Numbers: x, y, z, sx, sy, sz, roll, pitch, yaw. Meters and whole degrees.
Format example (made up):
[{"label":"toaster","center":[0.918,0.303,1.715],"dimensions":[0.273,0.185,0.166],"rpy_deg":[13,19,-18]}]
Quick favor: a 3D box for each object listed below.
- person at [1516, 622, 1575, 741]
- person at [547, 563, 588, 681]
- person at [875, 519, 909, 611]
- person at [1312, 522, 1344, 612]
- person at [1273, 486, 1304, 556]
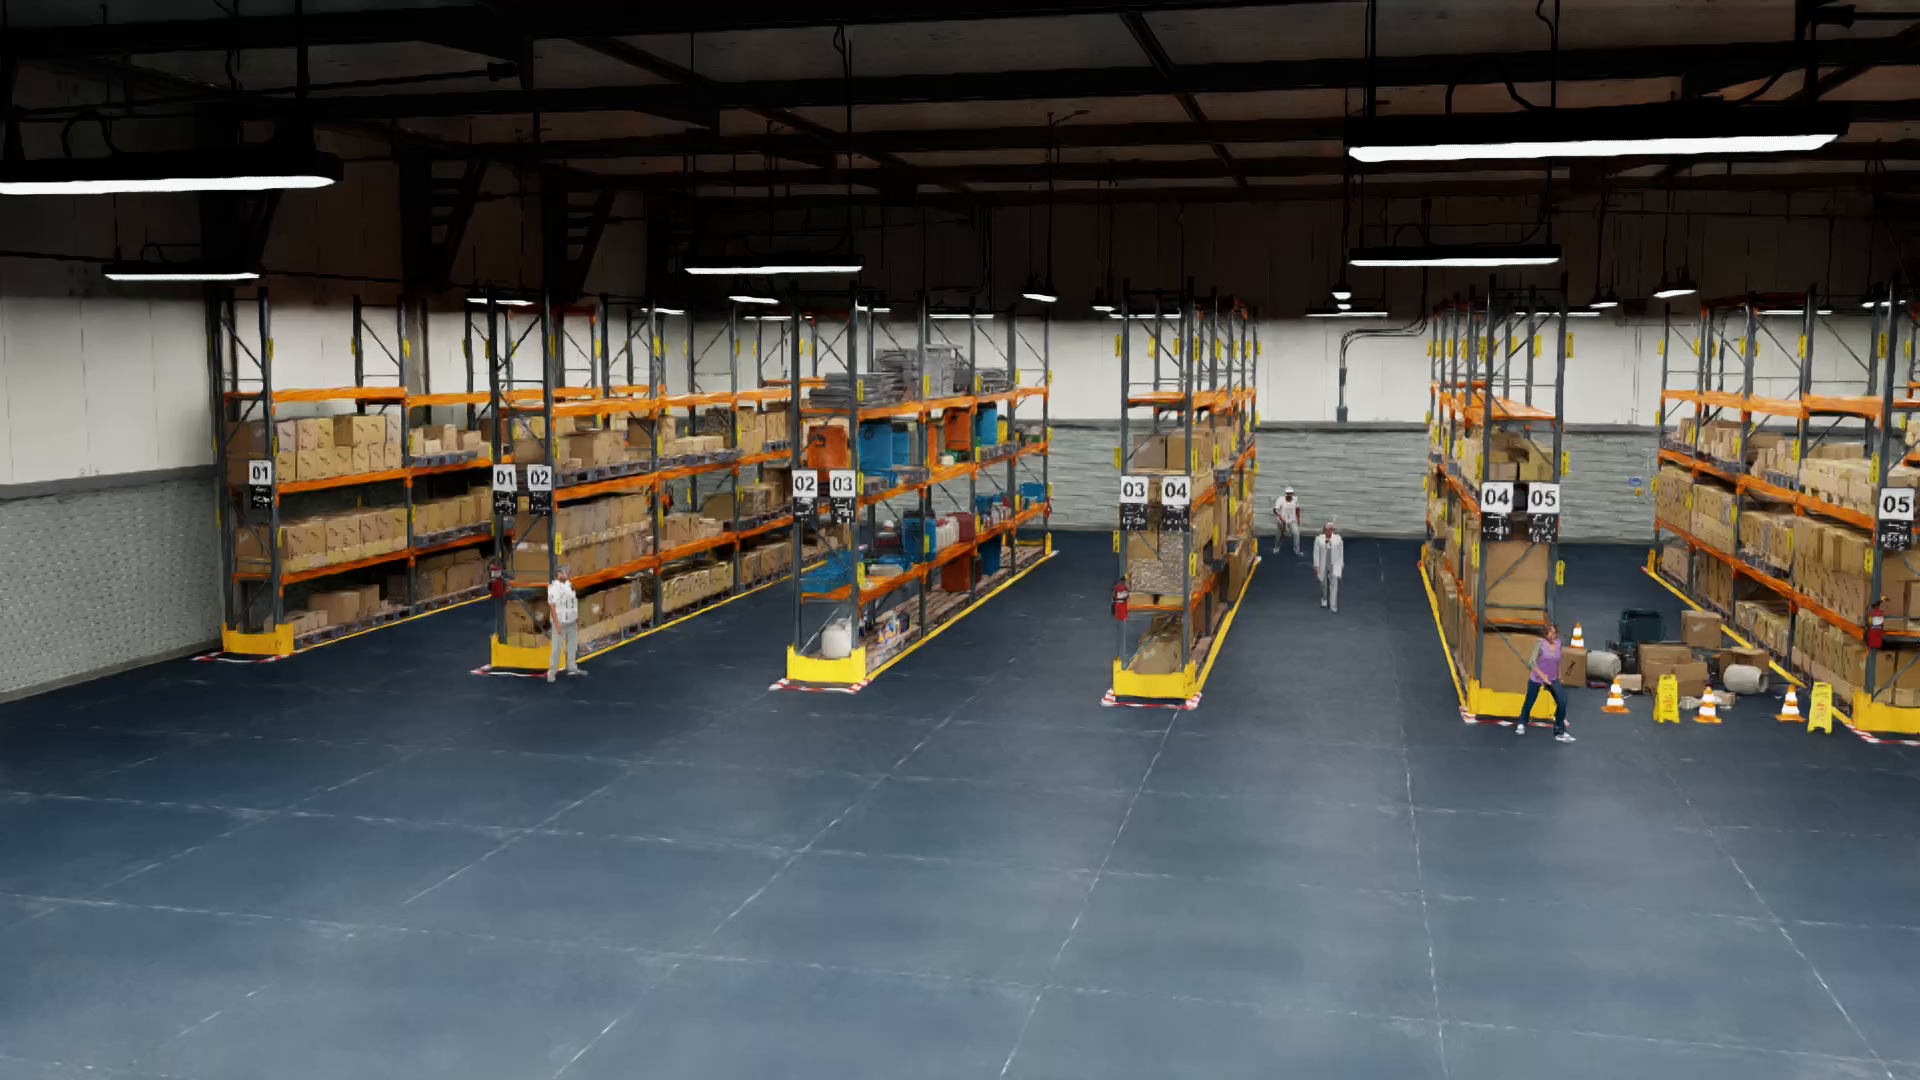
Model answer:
[{"label":"person","center":[7.518,1.782,21.378],"dimensions":[0.561,1.525,0.788],"rpy_deg":[-1,7,-5]},{"label":"person","center":[-6.012,1.221,25.224],"dimensions":[0.404,1.765,0.702],"rpy_deg":[3,7,25]},{"label":"person","center":[-1.316,0.475,31.732],"dimensions":[0.591,1.756,0.956],"rpy_deg":[4,8,29]},{"label":"person","center":[7.041,0.490,31.815],"dimensions":[0.598,1.698,1.194],"rpy_deg":[2,7,16]},{"label":"person","center":[7.921,-0.472,40.290],"dimensions":[0.699,1.705,0.840],"rpy_deg":[0,7,-4]}]
